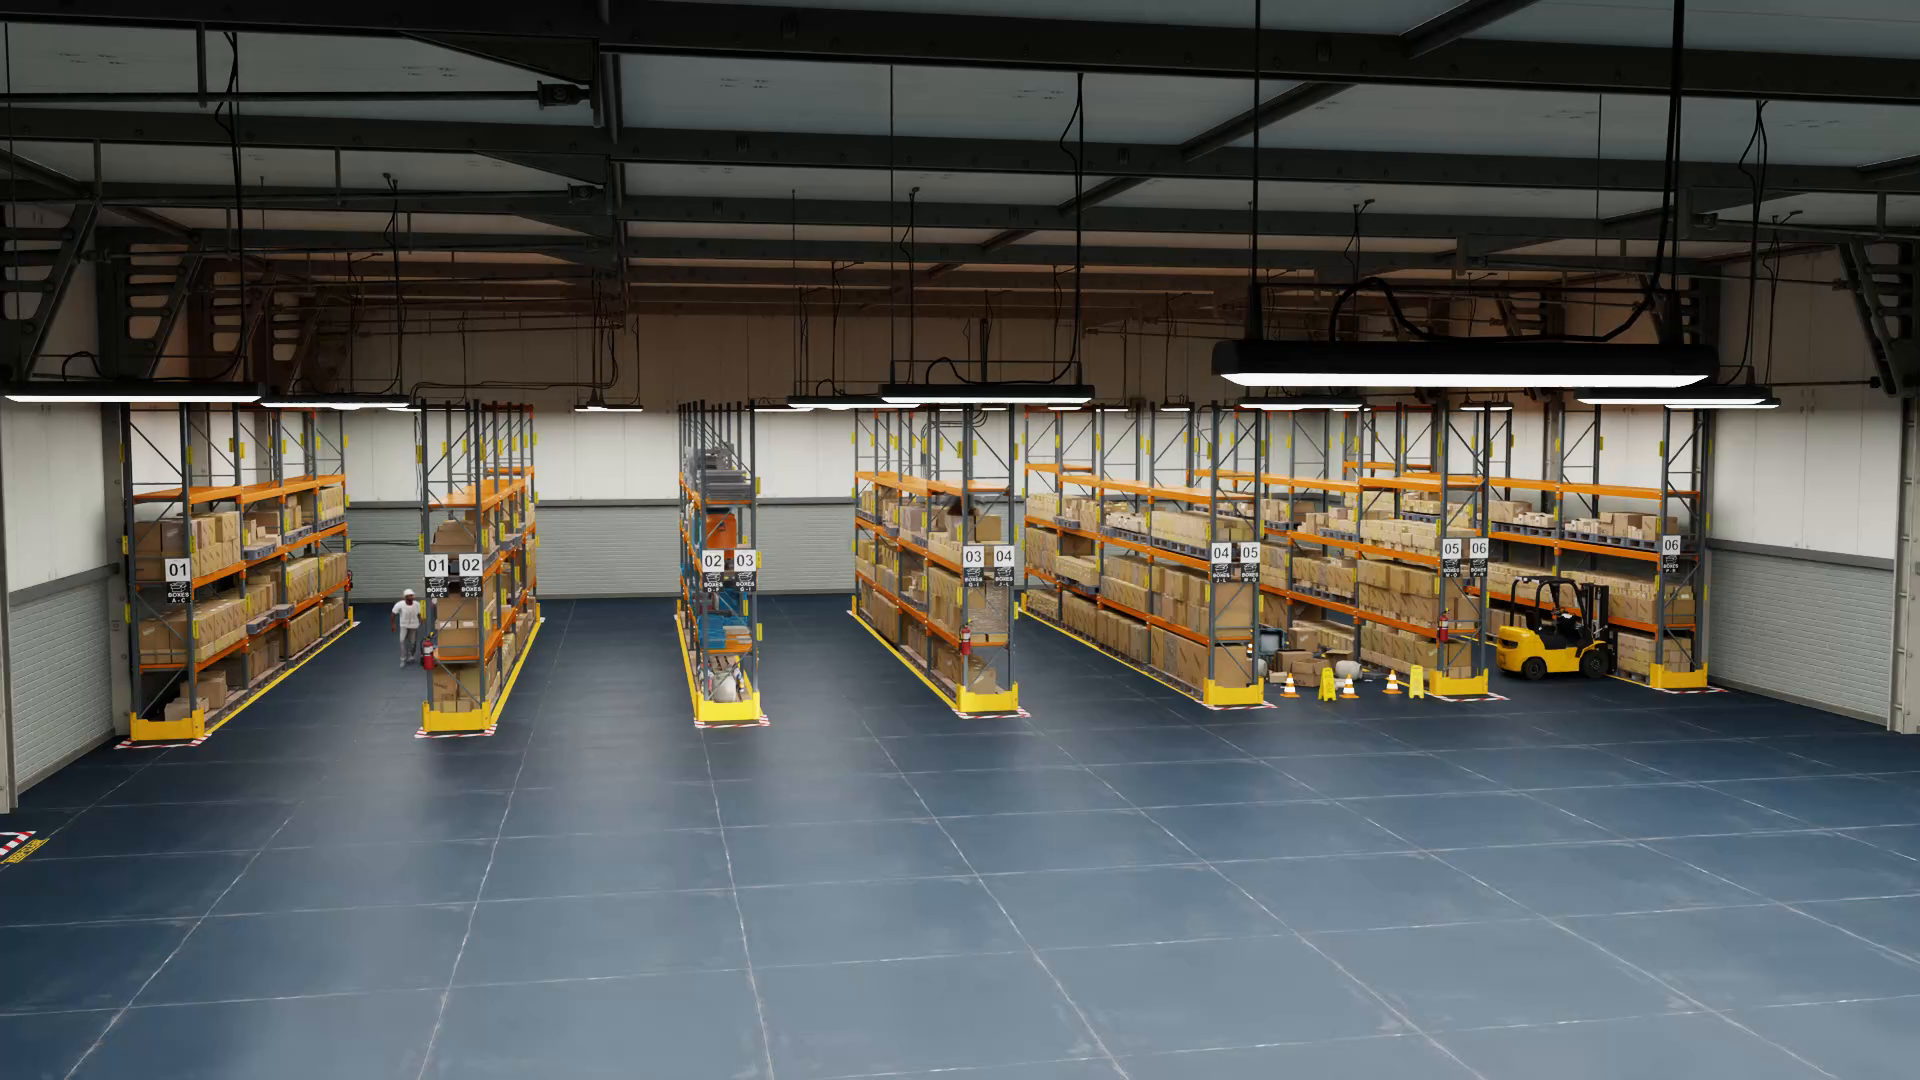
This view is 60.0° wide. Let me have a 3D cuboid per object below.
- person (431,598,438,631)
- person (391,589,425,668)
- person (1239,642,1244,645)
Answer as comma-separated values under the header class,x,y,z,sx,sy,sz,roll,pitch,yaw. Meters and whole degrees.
class,x,y,z,sx,sy,sz,roll,pitch,yaw
person,-13.568,1.638,43.215,0.437,1.630,0.937,0,4,-6
person,-12.634,1.996,38.107,0.781,1.744,1.003,-1,4,-11
person,6.735,1.929,40.370,0.335,1.499,0.484,0,4,-4
